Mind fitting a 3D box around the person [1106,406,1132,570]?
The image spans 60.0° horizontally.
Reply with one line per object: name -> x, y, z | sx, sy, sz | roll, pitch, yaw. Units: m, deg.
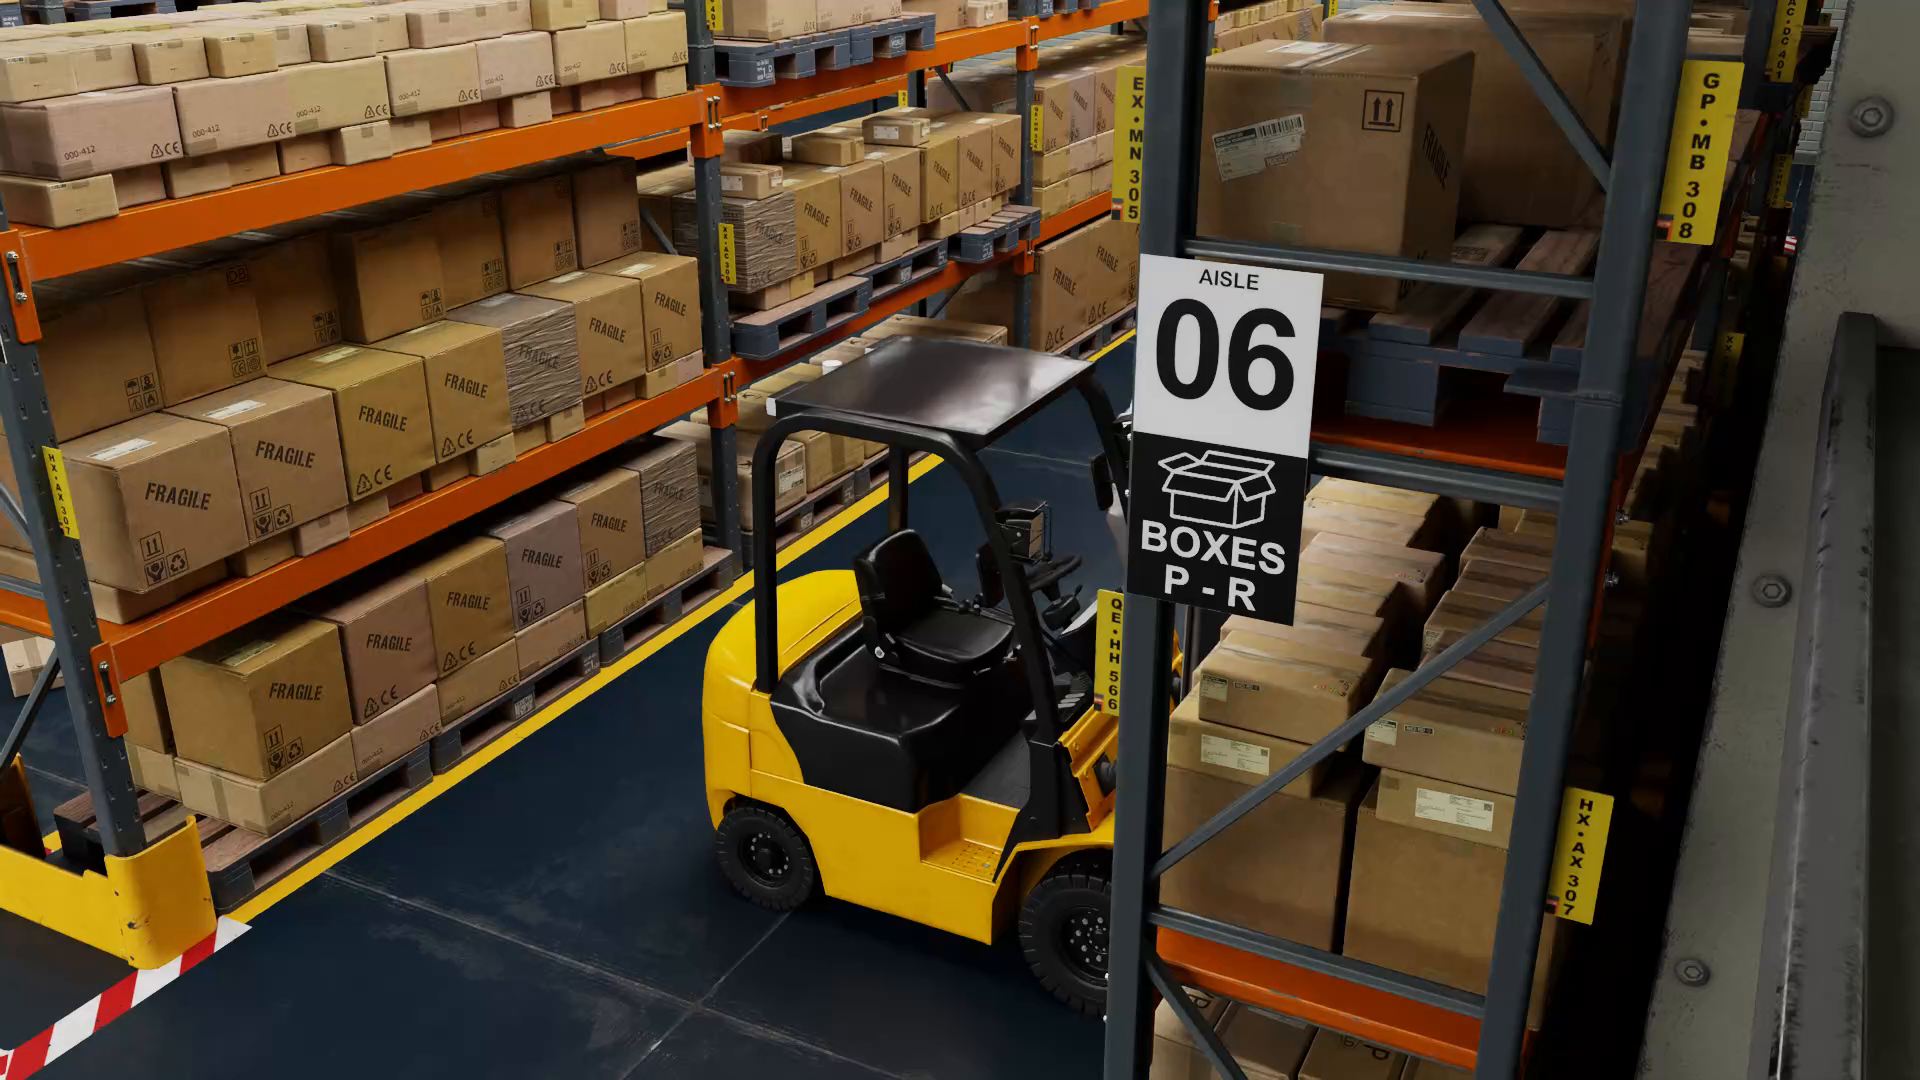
person -> 0.977, -0.127, 8.527 | 0.425, 1.631, 0.453 | 12, 26, 26
